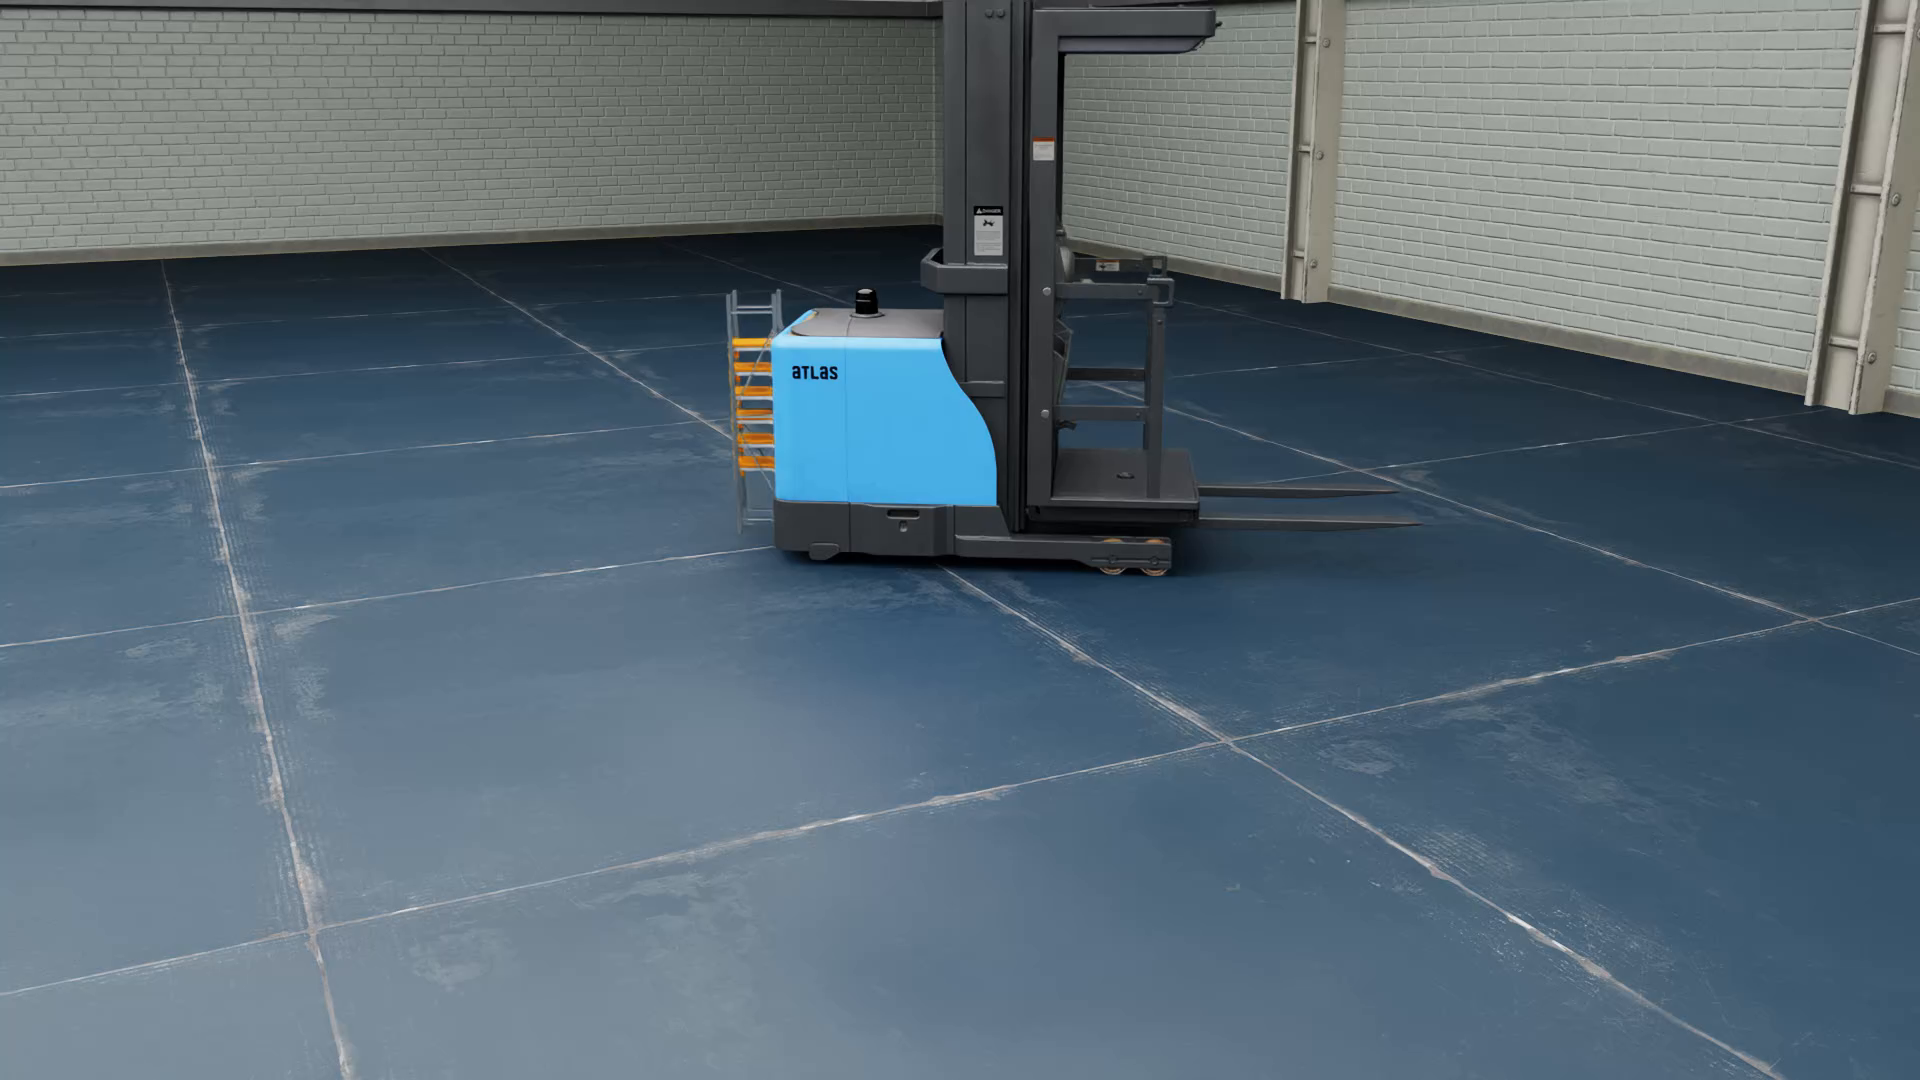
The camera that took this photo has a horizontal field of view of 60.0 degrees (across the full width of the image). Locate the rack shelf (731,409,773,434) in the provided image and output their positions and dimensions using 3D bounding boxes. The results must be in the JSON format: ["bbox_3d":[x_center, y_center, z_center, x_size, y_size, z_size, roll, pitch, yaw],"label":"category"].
[{"bbox_3d":[-0.997,-0.587,8.272,0.258,0.103,0.180,0,16,2],"label":"rack shelf"}]

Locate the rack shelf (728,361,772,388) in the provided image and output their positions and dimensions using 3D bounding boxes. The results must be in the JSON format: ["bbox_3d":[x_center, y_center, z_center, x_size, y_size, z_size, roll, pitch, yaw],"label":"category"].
[{"bbox_3d":[-1.000,-0.818,8.208,0.258,0.103,0.180,0,16,2],"label":"rack shelf"}]

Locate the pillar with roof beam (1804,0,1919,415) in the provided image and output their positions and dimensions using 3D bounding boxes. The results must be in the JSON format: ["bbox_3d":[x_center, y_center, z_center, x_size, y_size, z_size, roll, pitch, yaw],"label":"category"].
[{"bbox_3d":[2.202,-4.715,8.366,9.100,9.000,0.400,-8,18,-25],"label":"pillar with roof beam"}]

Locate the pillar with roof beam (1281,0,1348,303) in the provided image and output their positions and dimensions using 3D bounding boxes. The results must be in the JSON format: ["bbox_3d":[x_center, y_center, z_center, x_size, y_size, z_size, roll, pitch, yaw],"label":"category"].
[{"bbox_3d":[-0.426,-6.203,13.551,9.100,9.000,0.400,-8,18,-25],"label":"pillar with roof beam"}]

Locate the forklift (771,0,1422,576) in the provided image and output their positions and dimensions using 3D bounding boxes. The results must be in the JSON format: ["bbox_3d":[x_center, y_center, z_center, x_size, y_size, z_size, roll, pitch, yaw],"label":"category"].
[{"bbox_3d":[0.664,-1.398,7.808,3.031,2.935,1.130,1,16,5],"label":"forklift"}]

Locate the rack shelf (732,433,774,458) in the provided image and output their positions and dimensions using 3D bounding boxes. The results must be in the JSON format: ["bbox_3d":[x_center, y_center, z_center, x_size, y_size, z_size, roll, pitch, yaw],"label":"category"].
[{"bbox_3d":[-0.995,-0.471,8.305,0.258,0.103,0.180,0,16,2],"label":"rack shelf"}]

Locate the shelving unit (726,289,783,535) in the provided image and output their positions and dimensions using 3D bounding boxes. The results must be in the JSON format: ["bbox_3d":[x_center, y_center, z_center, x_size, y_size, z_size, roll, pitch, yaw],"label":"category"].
[{"bbox_3d":[-0.997,-0.630,8.261,0.258,1.200,0.189,0,16,2],"label":"shelving unit"}]

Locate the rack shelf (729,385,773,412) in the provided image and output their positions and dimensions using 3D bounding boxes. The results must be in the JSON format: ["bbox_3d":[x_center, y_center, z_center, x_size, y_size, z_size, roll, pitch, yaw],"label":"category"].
[{"bbox_3d":[-0.998,-0.702,8.240,0.258,0.103,0.180,0,16,2],"label":"rack shelf"}]

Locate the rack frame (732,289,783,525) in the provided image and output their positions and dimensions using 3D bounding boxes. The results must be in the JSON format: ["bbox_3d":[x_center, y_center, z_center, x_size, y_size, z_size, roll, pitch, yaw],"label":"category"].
[{"bbox_3d":[-0.994,-0.654,8.349,0.240,1.200,0.006,0,16,2],"label":"rack frame"}]

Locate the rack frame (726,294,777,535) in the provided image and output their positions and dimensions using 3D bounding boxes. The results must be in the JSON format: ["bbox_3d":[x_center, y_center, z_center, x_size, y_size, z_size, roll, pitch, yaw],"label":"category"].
[{"bbox_3d":[-1.000,-0.605,8.172,0.240,1.200,0.006,0,16,2],"label":"rack frame"}]

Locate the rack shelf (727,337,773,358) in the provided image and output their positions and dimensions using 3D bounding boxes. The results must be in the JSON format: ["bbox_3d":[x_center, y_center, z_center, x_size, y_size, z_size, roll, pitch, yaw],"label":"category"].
[{"bbox_3d":[-1.001,-0.934,8.176,0.258,0.103,0.180,0,16,2],"label":"rack shelf"}]

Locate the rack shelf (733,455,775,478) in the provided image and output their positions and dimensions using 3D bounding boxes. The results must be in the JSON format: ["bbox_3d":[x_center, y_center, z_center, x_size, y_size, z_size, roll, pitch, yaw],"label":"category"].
[{"bbox_3d":[-0.993,-0.356,8.337,0.258,0.103,0.180,0,16,2],"label":"rack shelf"}]
